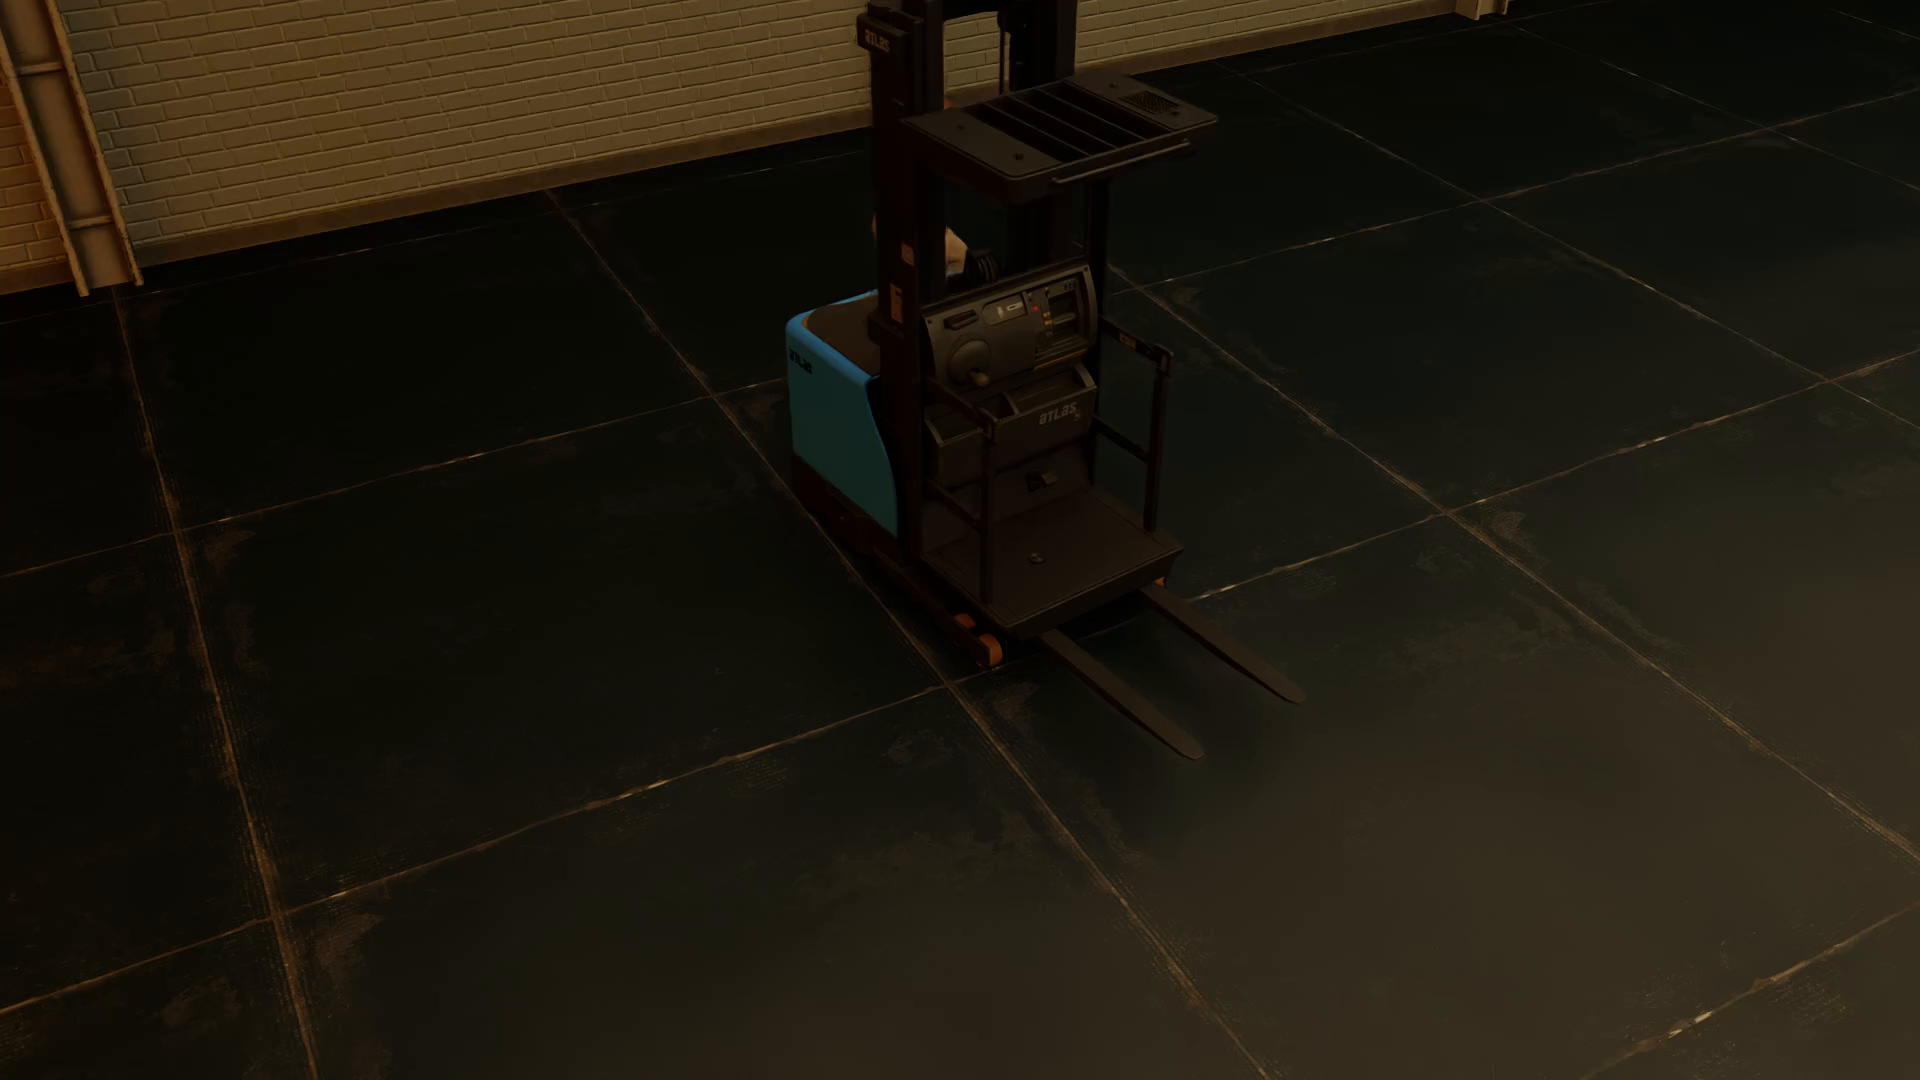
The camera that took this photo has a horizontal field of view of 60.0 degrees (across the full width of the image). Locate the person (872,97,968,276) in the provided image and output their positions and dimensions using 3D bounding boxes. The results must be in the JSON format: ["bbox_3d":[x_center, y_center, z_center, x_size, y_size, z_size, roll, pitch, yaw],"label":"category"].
[{"bbox_3d":[-0.060,-1.993,10.256,0.967,1.478,0.790,-3,35,-4],"label":"person"}]

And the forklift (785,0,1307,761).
[{"bbox_3d":[0.367,-0.913,7.415,1.130,2.935,3.031,-23,41,-29],"label":"forklift"}]
